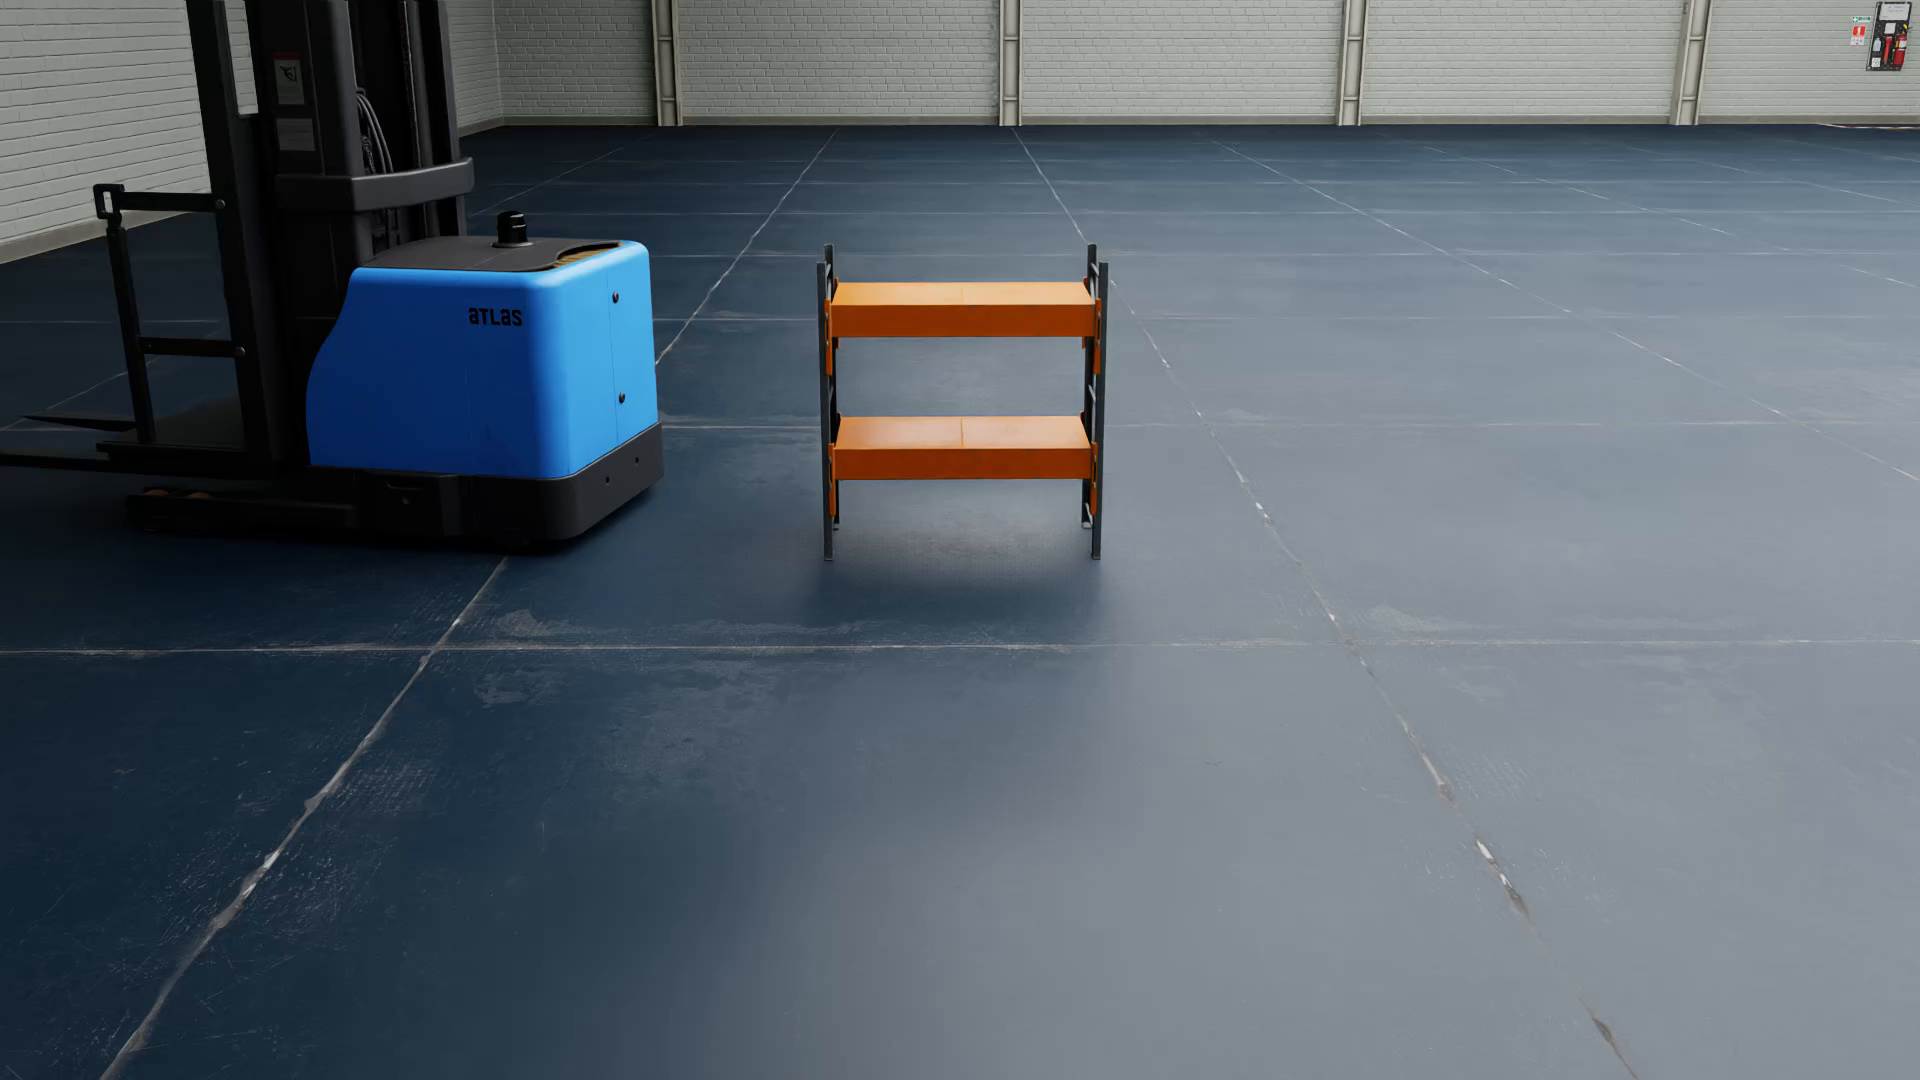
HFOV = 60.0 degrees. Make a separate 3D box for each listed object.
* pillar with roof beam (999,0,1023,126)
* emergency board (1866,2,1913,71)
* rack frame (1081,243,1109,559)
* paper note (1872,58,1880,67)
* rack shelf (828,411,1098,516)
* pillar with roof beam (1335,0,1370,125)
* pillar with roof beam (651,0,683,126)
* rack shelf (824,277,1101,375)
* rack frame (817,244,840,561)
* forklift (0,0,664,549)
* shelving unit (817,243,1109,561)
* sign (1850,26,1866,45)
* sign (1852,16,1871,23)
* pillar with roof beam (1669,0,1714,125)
[{"bbox_3d":[0.956,-10.320,23.987,0.400,9.000,9.100,0,18,-1],"label":"pillar with roof beam"},{"bbox_3d":[16.414,-8.865,29.271,0.643,1.169,0.194,0,18,-1],"label":"emergency board"},{"bbox_3d":[0.515,-0.538,6.384,0.032,1.125,0.500,0,18,-1],"label":"rack frame"},{"bbox_3d":[16.236,-8.466,29.469,0.142,0.148,0.016,0,18,-1],"label":"paper note"},{"bbox_3d":[0.007,-0.303,6.451,1.000,0.278,0.538,0,18,-1],"label":"rack shelf"},{"bbox_3d":[6.955,-10.349,24.077,0.400,9.000,9.100,0,18,-1],"label":"pillar with roof beam"},{"bbox_3d":[-5.044,-10.291,23.896,0.400,9.000,9.100,0,18,-1],"label":"pillar with roof beam"},{"bbox_3d":[0.007,-0.814,6.286,1.000,0.278,0.538,0,18,-1],"label":"rack shelf"},{"bbox_3d":[-0.502,-0.533,6.368,0.032,1.125,0.500,0,18,-1],"label":"rack frame"},{"bbox_3d":[-2.849,-1.571,6.645,3.031,2.935,1.130,4,18,11],"label":"forklift"},{"bbox_3d":[0.007,-0.536,6.376,1.048,1.125,0.538,0,18,-1],"label":"shelving unit"},{"bbox_3d":[15.860,-8.911,29.356,0.234,0.329,0.001,0,18,-1],"label":"sign"},{"bbox_3d":[15.864,-9.160,29.266,0.331,0.109,0.001,0,18,-1],"label":"sign"},{"bbox_3d":[12.954,-10.378,24.167,0.400,9.000,9.100,0,18,-1],"label":"pillar with roof beam"}]
